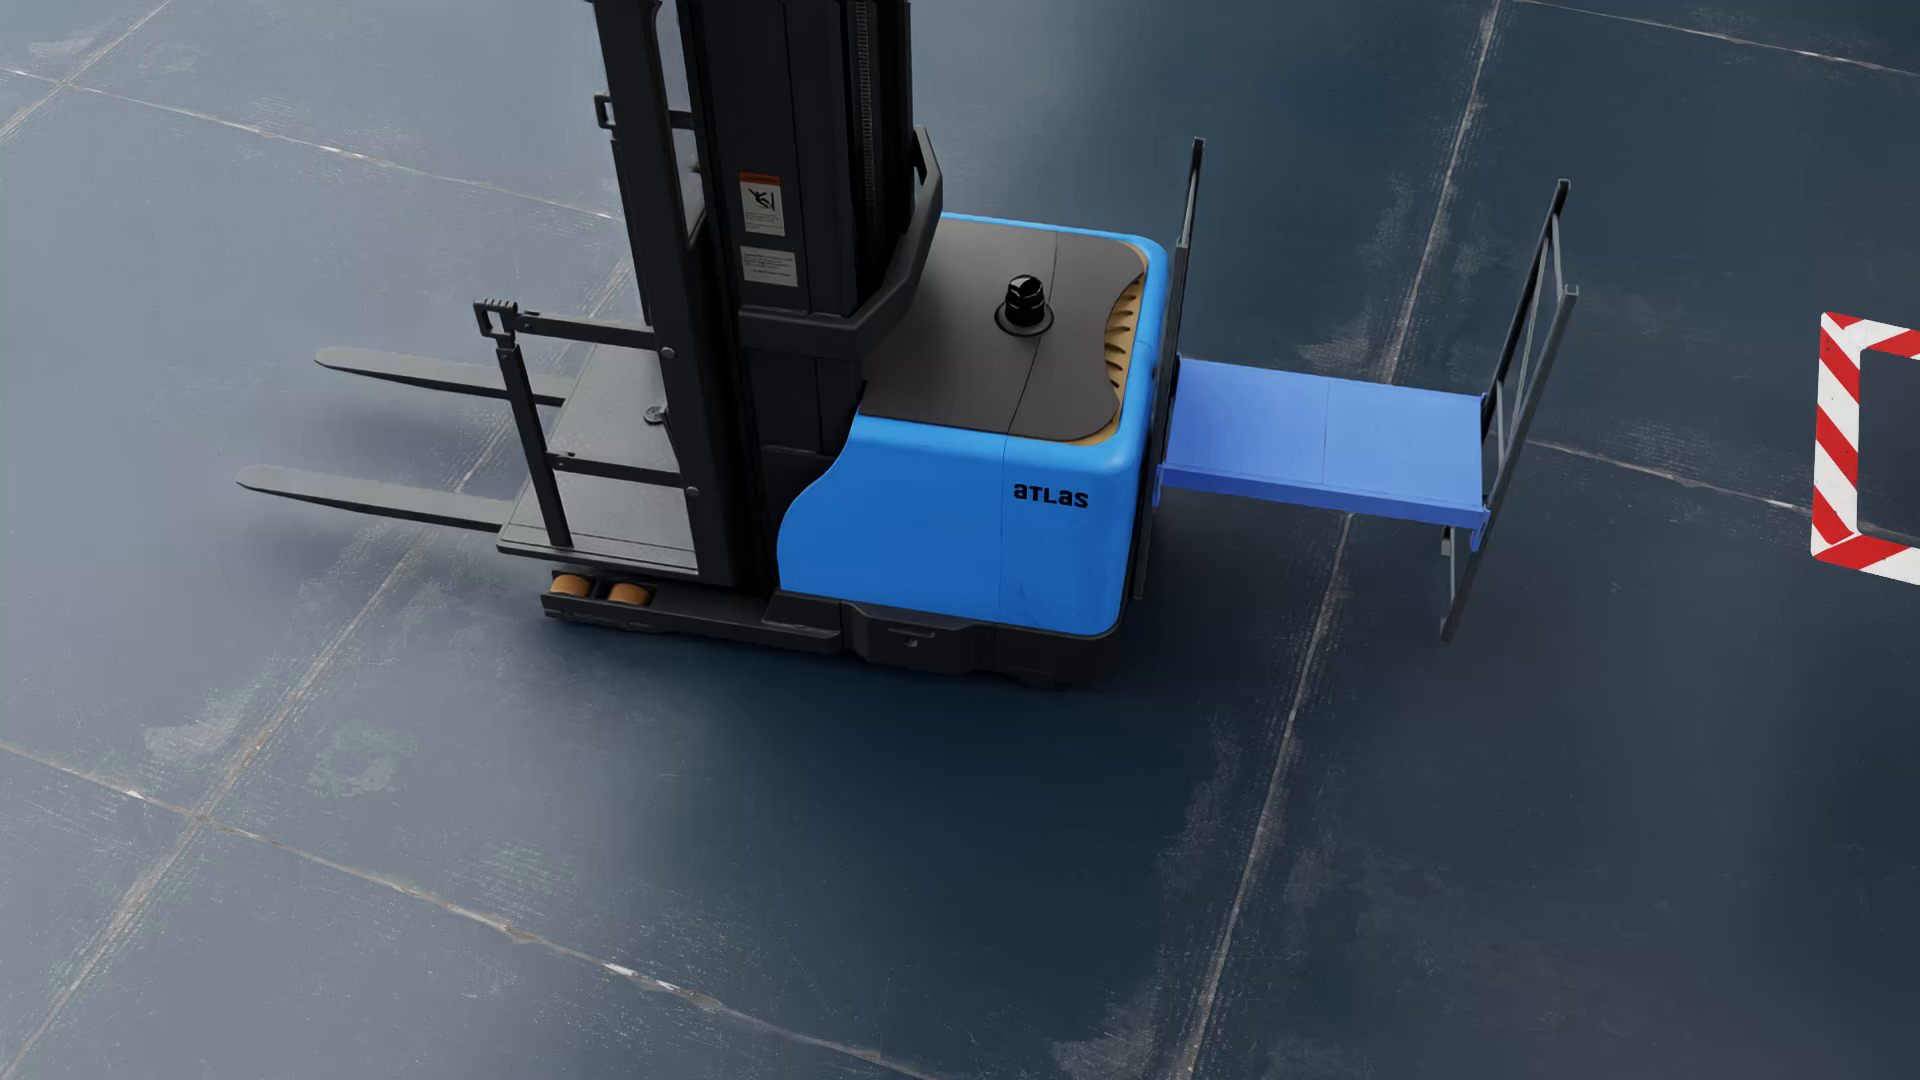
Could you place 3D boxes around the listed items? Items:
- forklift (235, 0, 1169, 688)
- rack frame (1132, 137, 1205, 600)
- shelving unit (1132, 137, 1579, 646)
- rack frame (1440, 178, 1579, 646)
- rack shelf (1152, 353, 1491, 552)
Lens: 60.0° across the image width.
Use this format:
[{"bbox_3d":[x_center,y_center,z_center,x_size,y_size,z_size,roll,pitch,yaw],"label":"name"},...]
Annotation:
[{"bbox_3d":[-0.908,-1.045,4.716,3.031,2.935,1.130,8,50,7],"label":"forklift"},{"bbox_3d":[0.640,-0.476,5.170,0.032,1.500,0.500,8,50,7],"label":"rack frame"},{"bbox_3d":[1.139,-0.403,5.107,1.048,1.500,0.538,8,50,7],"label":"shelving unit"},{"bbox_3d":[1.638,-0.330,5.044,0.032,1.500,0.500,8,50,7],"label":"rack frame"},{"bbox_3d":[1.139,-0.285,5.243,1.000,0.185,0.538,8,50,7],"label":"rack shelf"}]
